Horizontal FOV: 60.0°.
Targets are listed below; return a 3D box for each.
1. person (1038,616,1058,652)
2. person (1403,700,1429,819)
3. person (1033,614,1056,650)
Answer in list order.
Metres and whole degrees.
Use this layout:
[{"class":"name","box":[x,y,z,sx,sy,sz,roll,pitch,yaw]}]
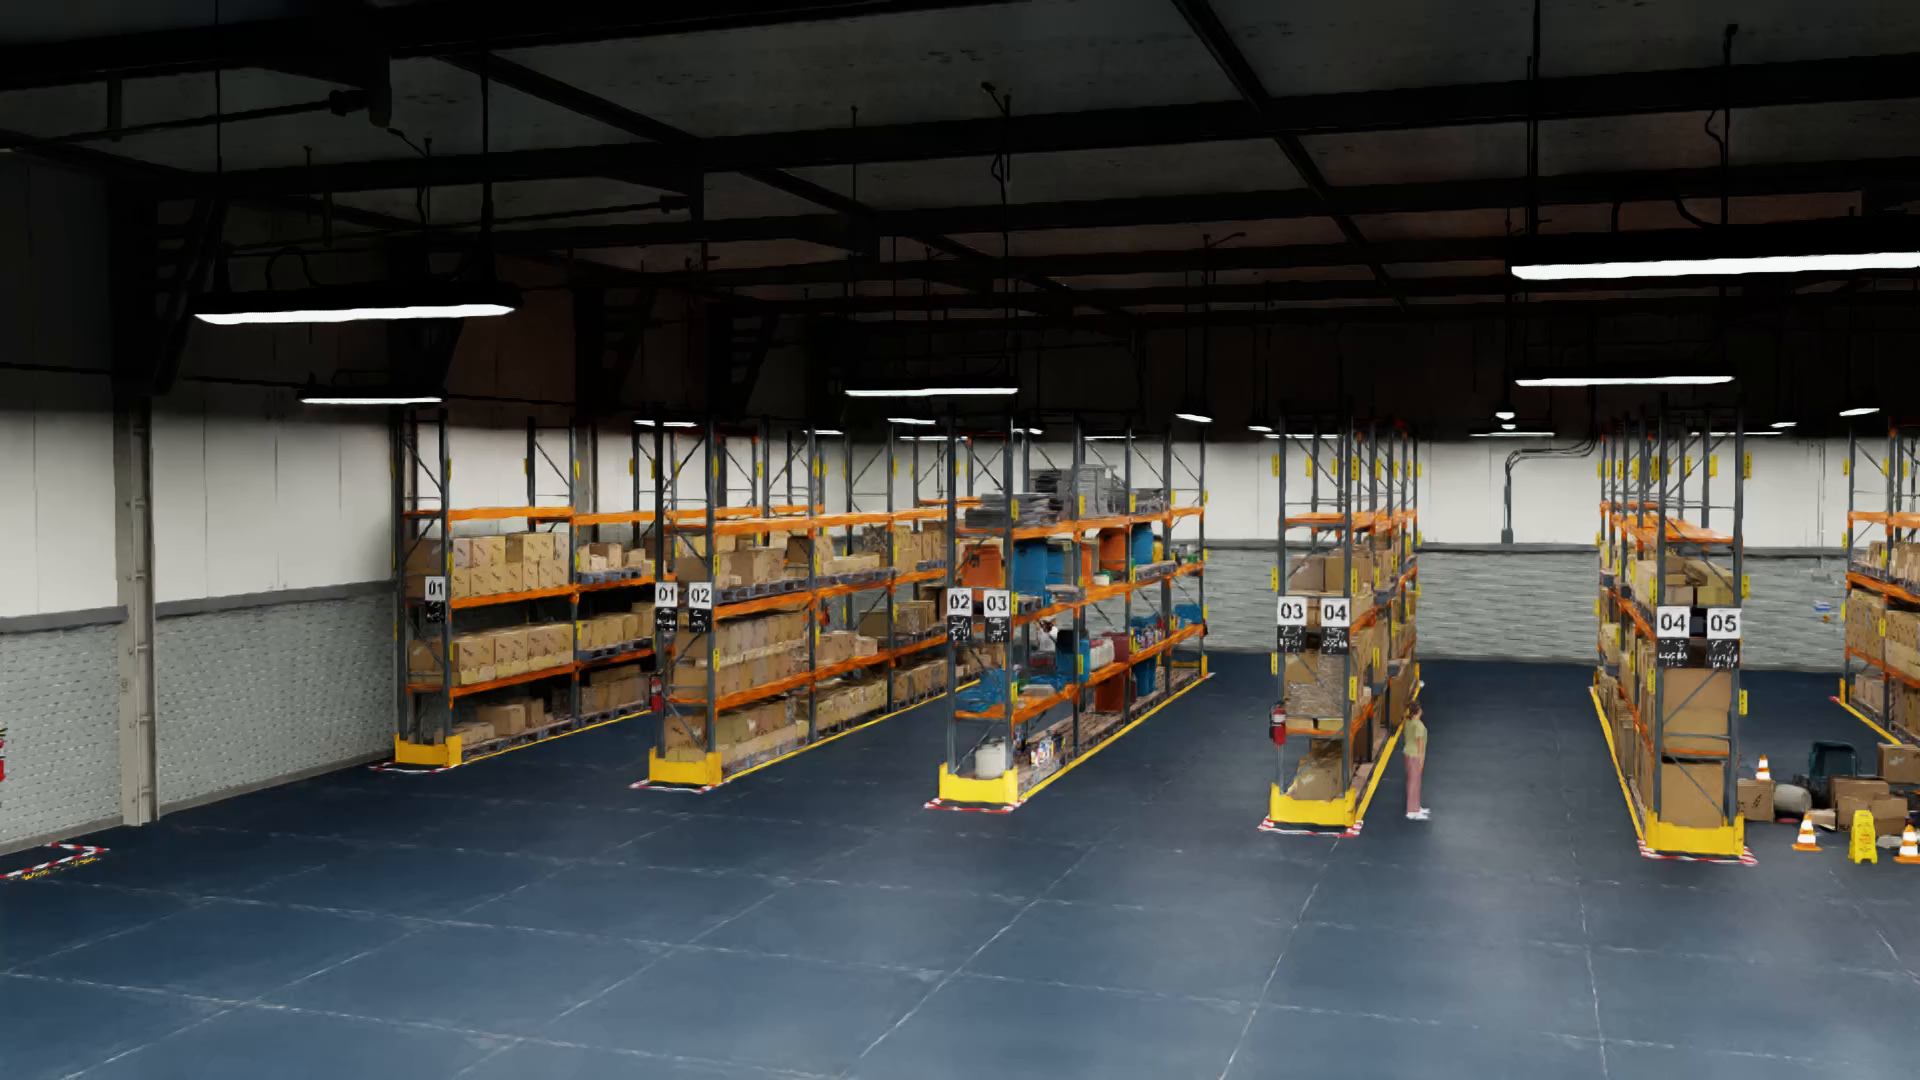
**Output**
[{"class":"person","box":[2.000,2.544,37.375,0.589,1.716,1.043,1,3,18]},{"class":"person","box":[6.570,3.136,23.867,0.441,1.656,0.498,0,2,-11]},{"class":"person","box":[2.230,2.344,43.266,0.656,1.597,0.818,0,2,2]}]
